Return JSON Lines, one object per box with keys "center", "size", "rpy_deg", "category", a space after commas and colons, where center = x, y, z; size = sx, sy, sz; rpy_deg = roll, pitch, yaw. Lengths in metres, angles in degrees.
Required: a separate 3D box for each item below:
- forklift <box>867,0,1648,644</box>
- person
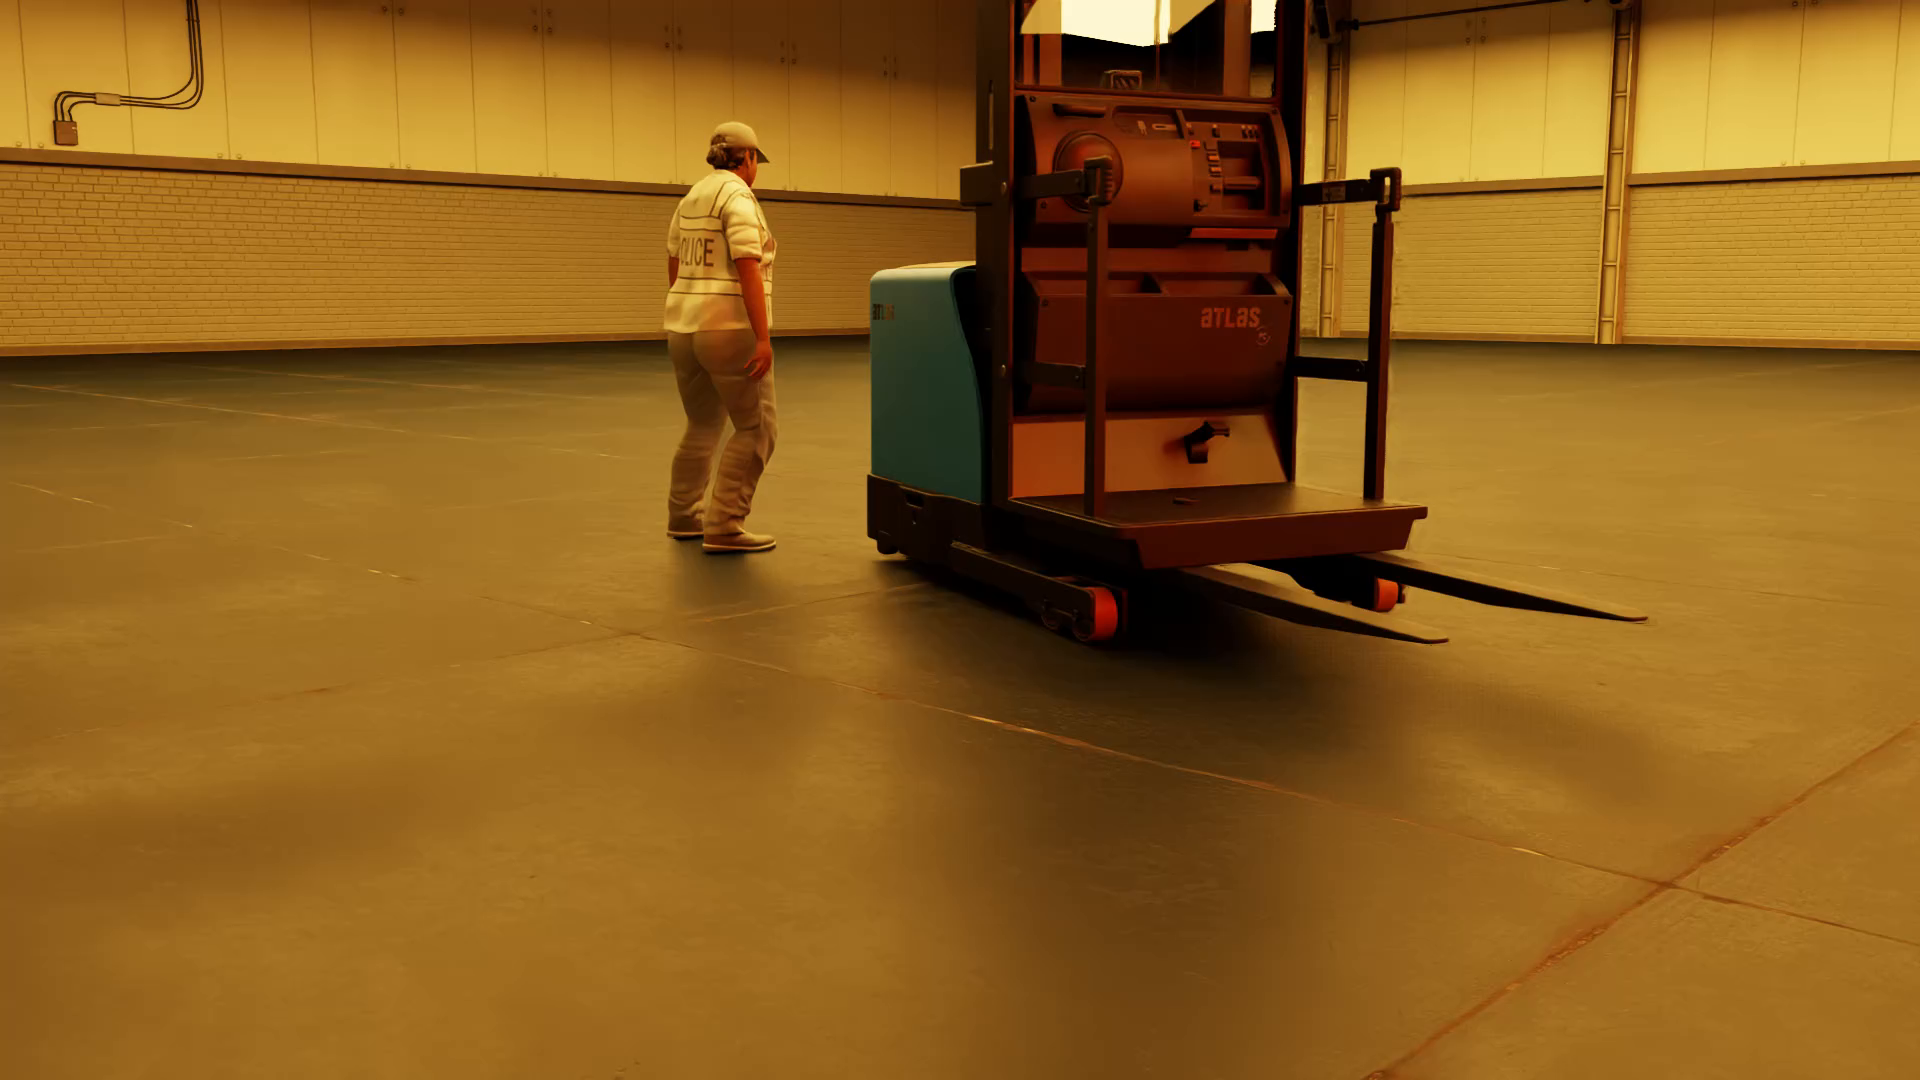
{"center": [0.721, -1.228, 5.028], "size": [1.130, 2.935, 3.031], "rpy_deg": [-4, 9, -24], "category": "forklift"}
{"center": [-0.921, -0.789, 6.469], "size": [0.451, 1.641, 0.752], "rpy_deg": [-8, 11, -41], "category": "person"}
